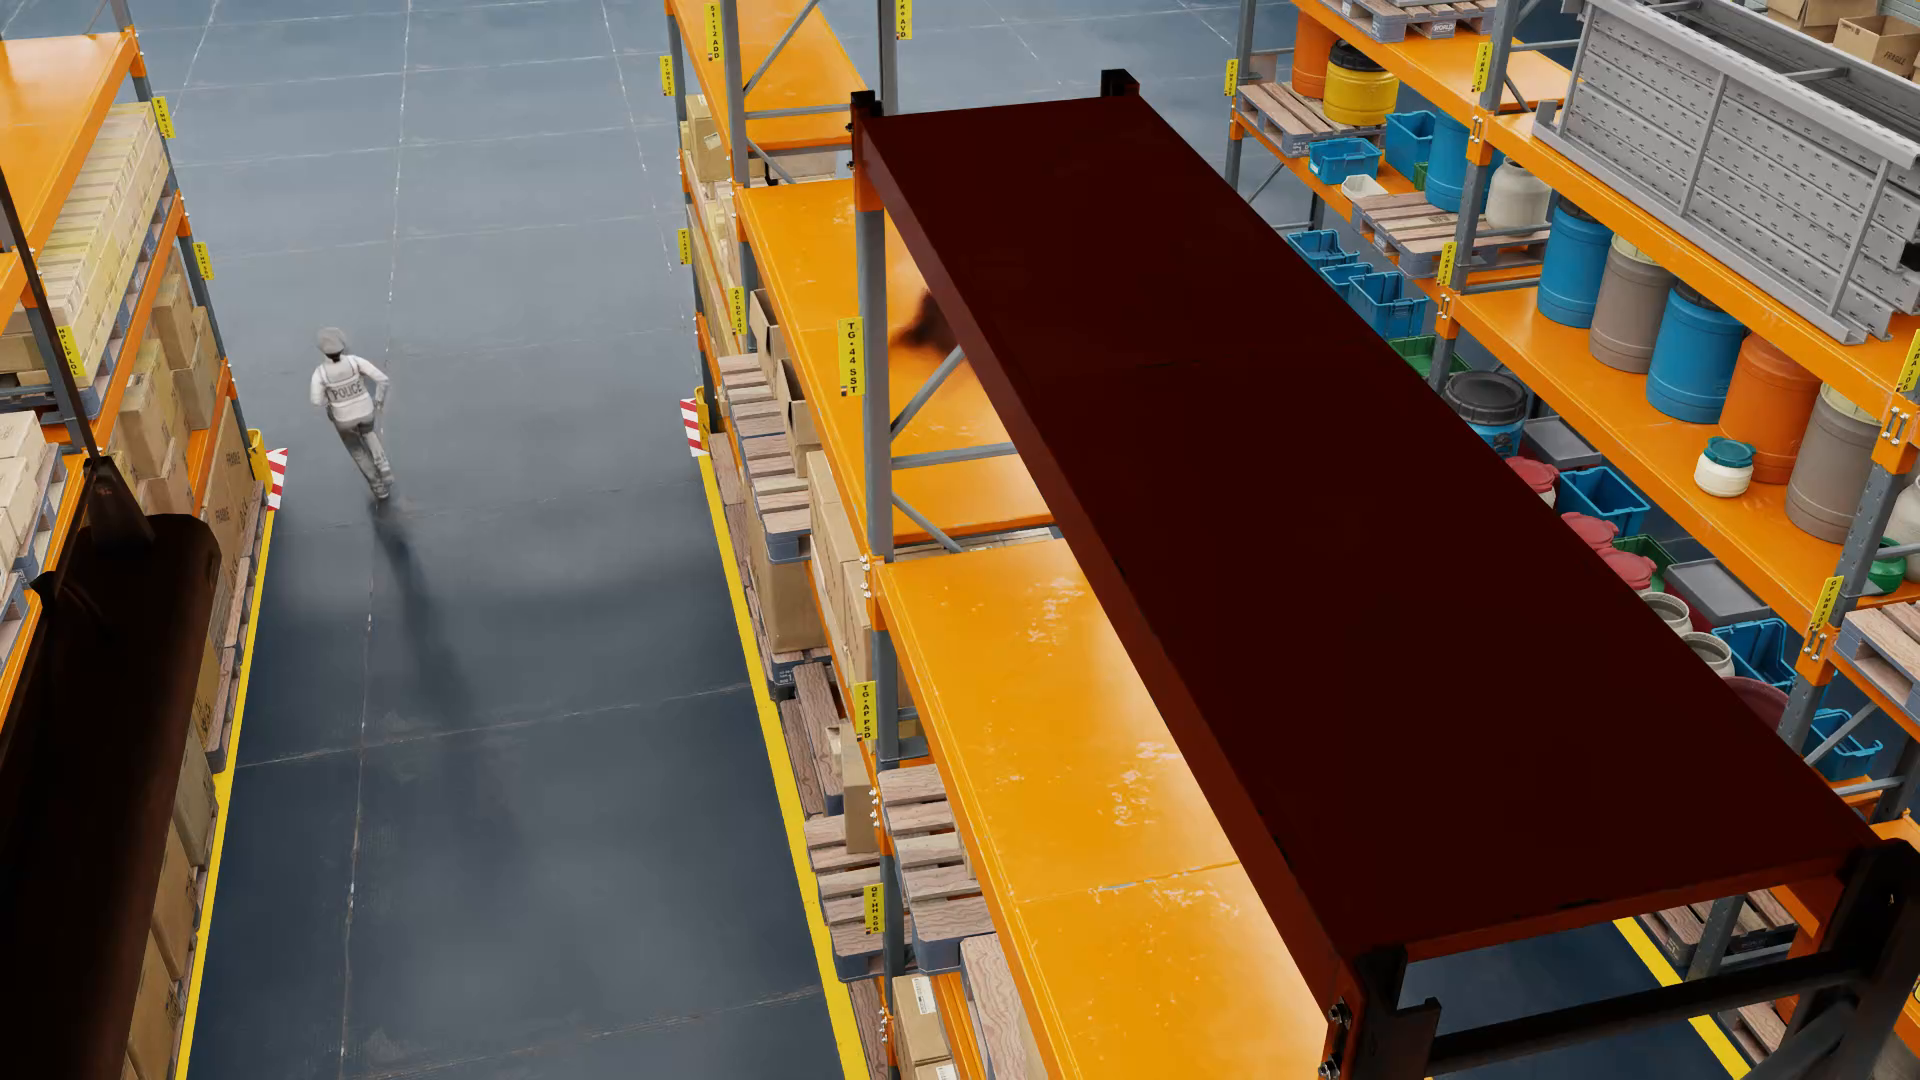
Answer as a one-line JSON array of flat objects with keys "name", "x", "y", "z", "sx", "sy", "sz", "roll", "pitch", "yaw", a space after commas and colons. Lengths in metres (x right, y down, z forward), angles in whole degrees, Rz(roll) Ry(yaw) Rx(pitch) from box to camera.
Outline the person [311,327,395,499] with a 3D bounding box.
[{"name": "person", "x": -5.206, "y": -1.098, "z": 14.232, "sx": 0.609, "sy": 1.643, "sz": 0.508, "roll": -25, "pitch": 42, "yaw": -32}]
